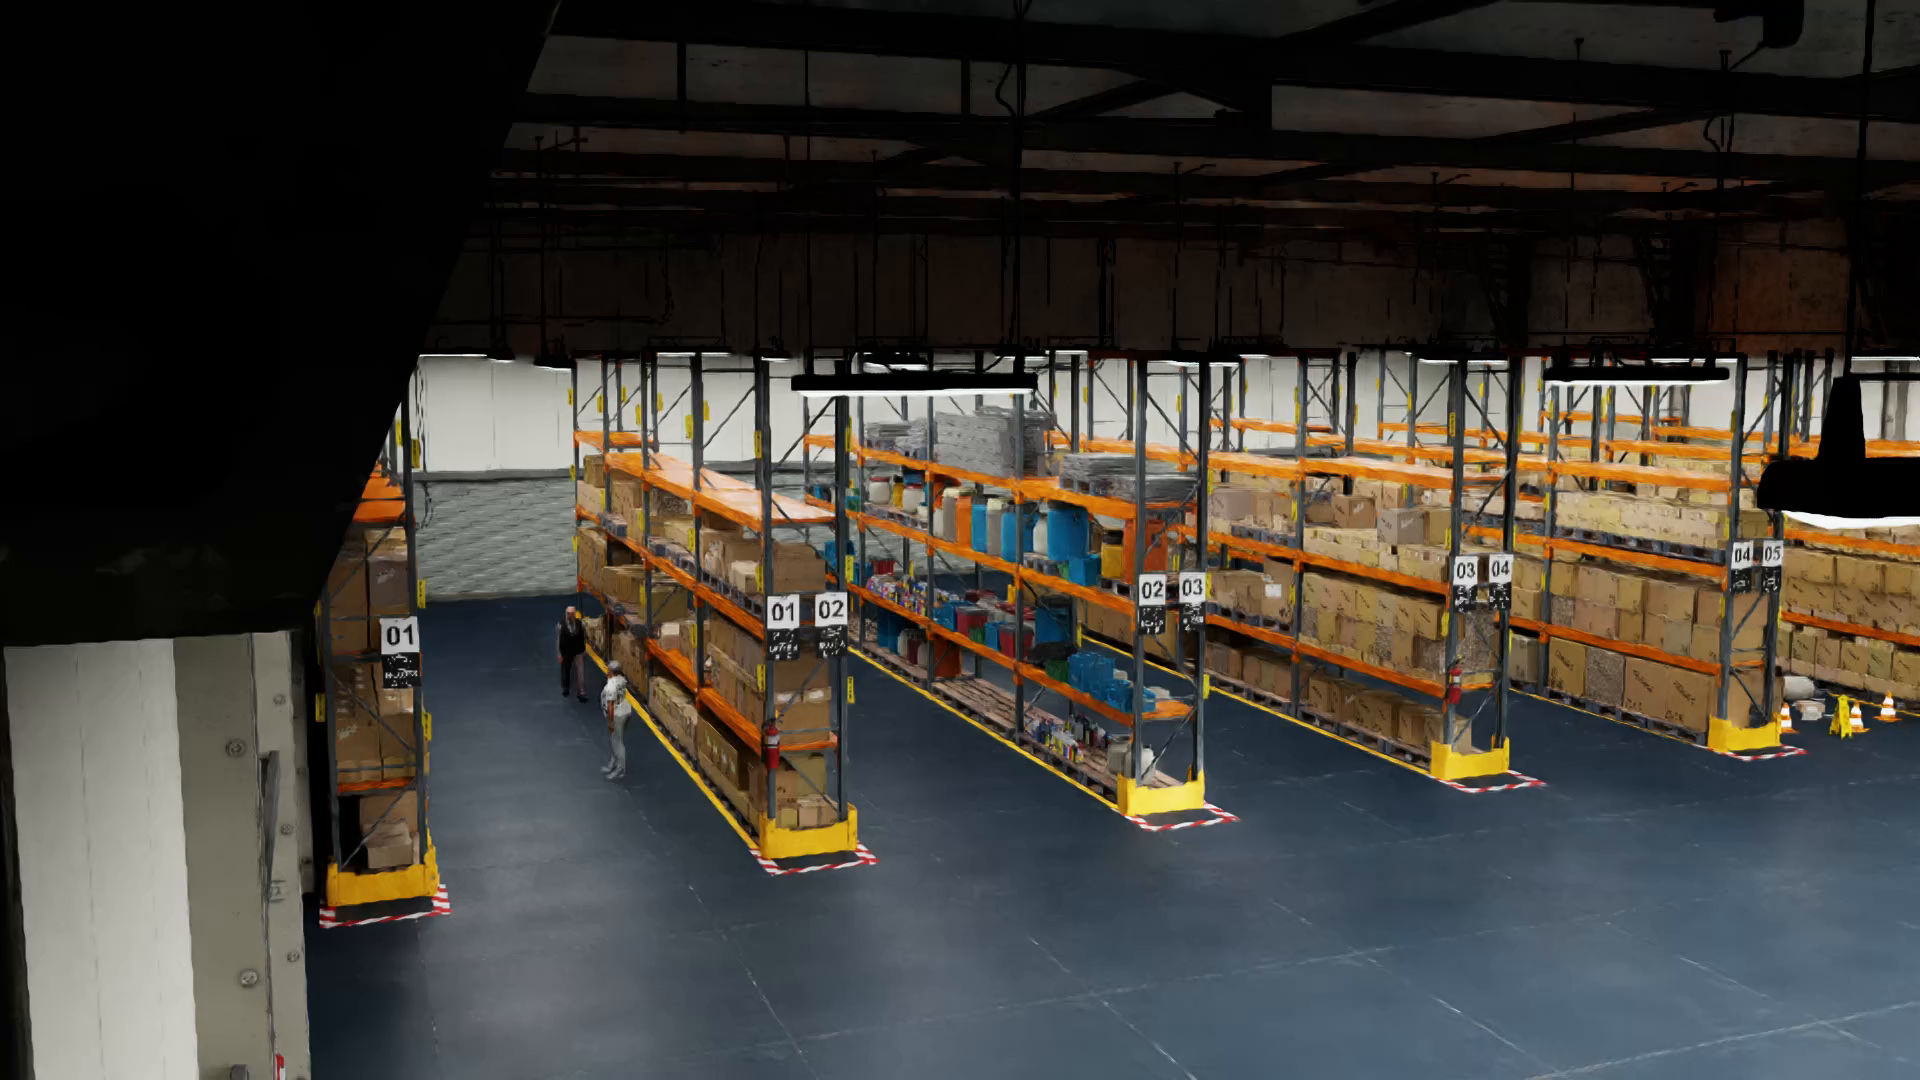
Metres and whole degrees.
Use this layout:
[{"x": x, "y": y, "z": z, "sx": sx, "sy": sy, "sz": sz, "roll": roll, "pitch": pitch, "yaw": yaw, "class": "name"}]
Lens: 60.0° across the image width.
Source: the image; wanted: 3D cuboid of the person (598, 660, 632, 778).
[{"x": -4.965, "y": 2.543, "z": 23.835, "sx": 0.477, "sy": 1.667, "sz": 0.523, "roll": 1, "pitch": 7, "yaw": 10, "class": "person"}]

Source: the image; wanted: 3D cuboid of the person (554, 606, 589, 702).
[{"x": -6.720, "y": 1.939, "z": 28.719, "sx": 0.543, "sy": 1.648, "sz": 1.115, "roll": -2, "pitch": 7, "yaw": -18, "class": "person"}]
